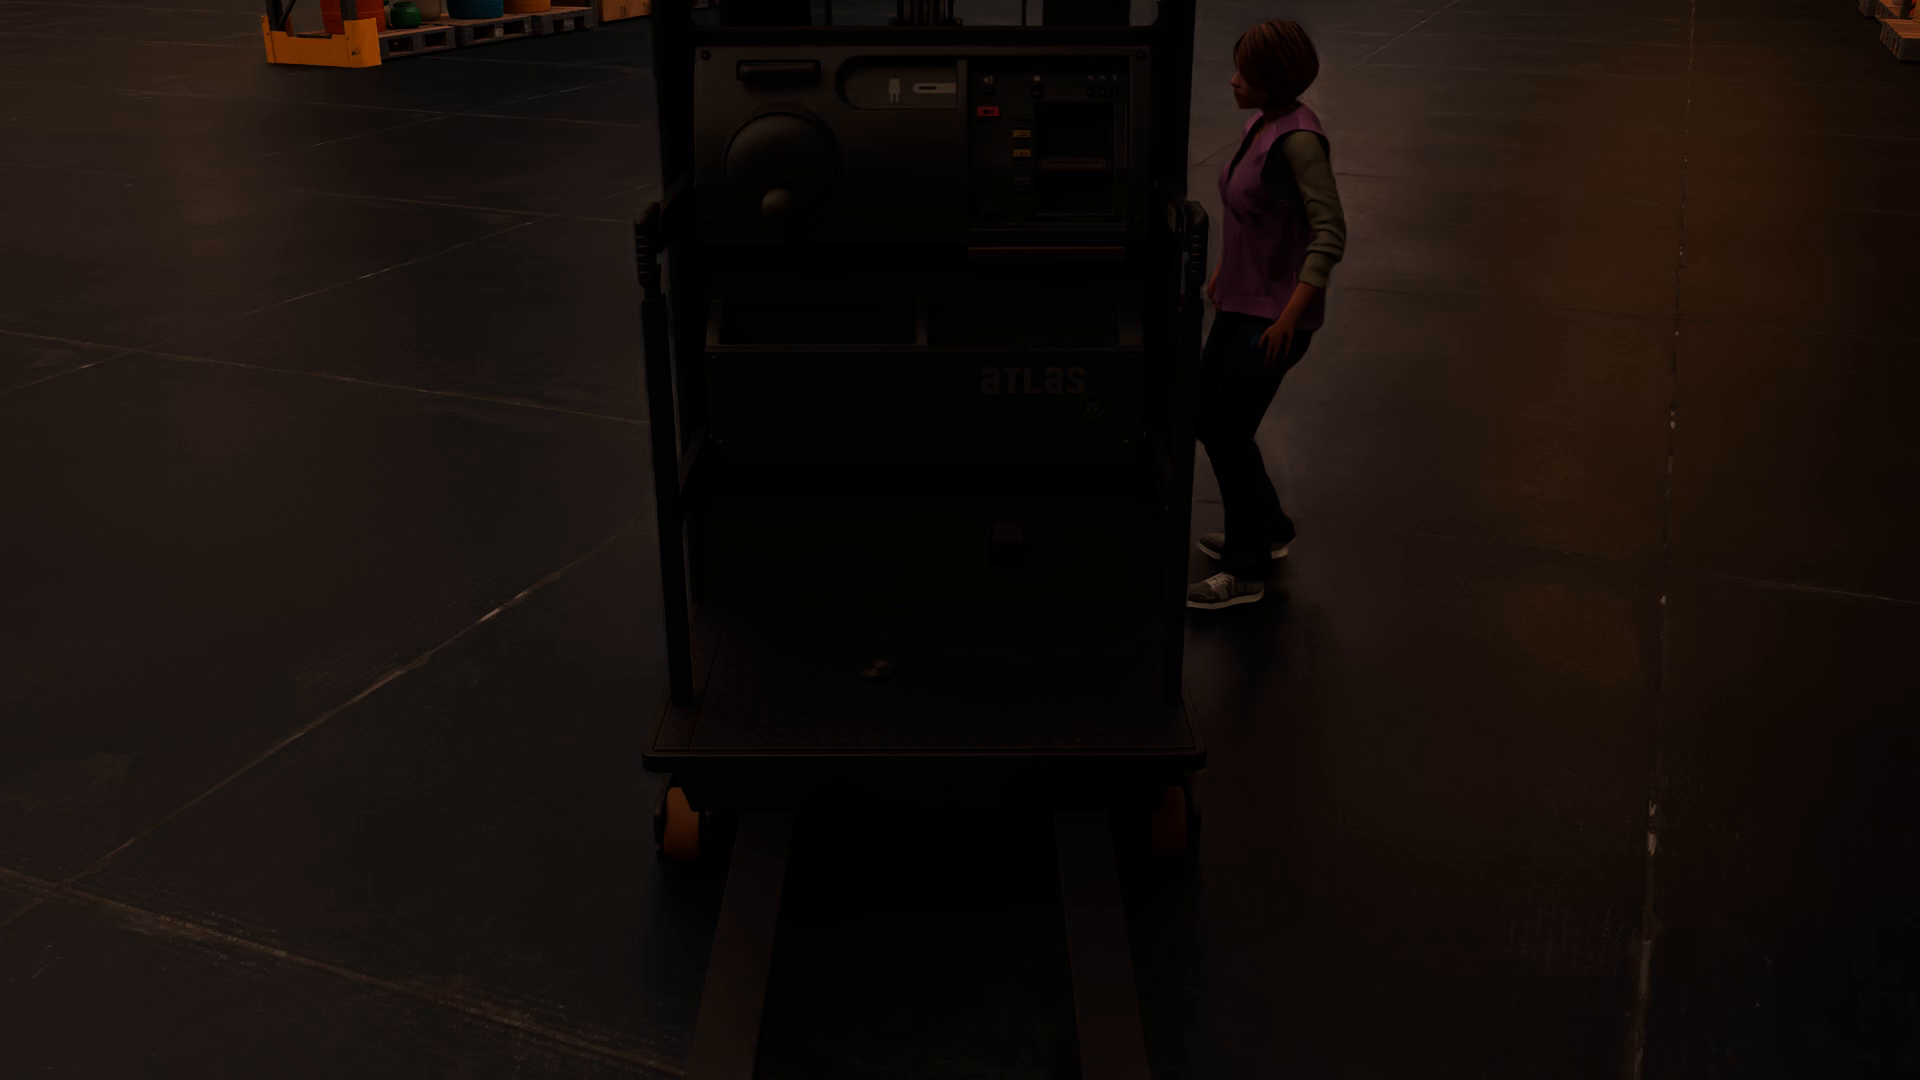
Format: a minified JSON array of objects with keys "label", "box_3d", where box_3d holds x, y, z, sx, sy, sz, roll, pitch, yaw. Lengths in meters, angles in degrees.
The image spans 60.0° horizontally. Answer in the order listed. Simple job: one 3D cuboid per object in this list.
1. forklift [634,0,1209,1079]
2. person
[{"label":"forklift","box_3d":[-0.071,-0.795,3.194,1.130,2.935,3.031,0,23,0]},{"label":"person","box_3d":[0.786,-0.622,4.564,0.412,1.553,0.694,-2,23,-5]}]
